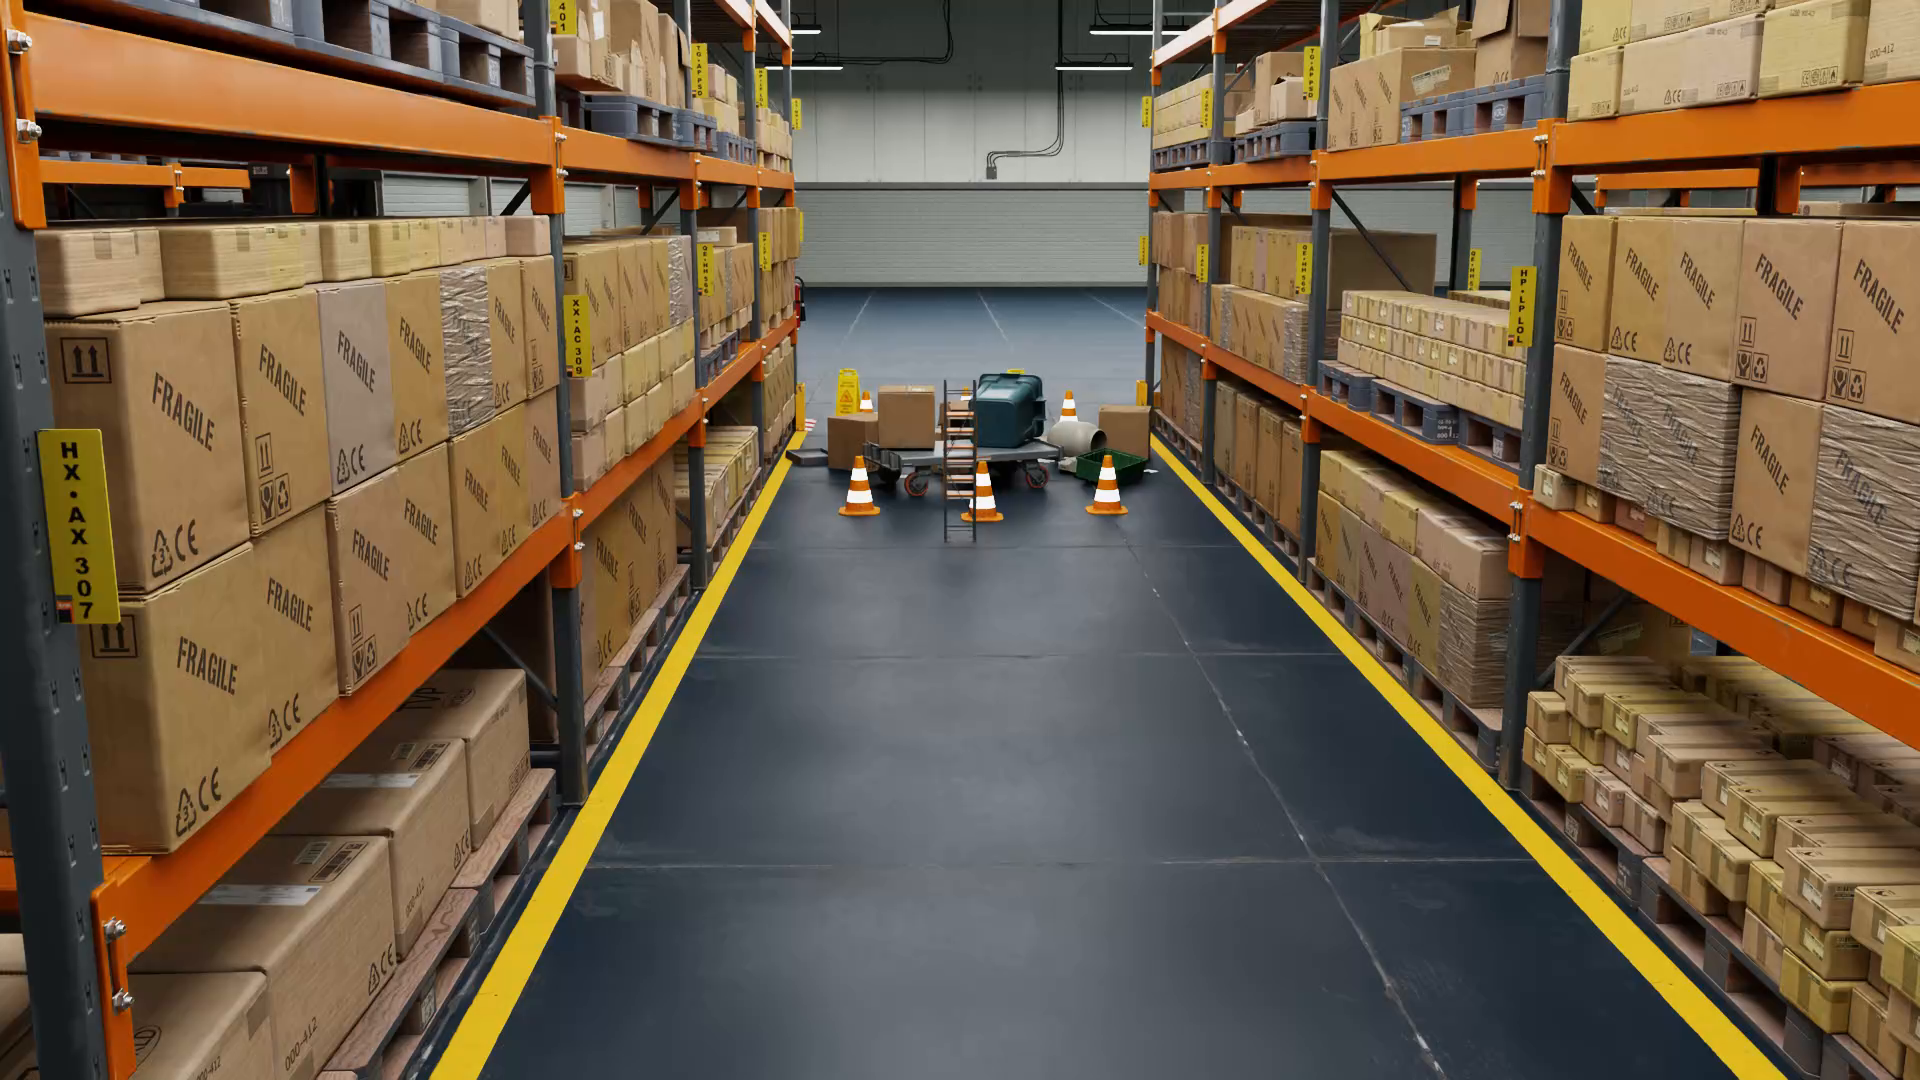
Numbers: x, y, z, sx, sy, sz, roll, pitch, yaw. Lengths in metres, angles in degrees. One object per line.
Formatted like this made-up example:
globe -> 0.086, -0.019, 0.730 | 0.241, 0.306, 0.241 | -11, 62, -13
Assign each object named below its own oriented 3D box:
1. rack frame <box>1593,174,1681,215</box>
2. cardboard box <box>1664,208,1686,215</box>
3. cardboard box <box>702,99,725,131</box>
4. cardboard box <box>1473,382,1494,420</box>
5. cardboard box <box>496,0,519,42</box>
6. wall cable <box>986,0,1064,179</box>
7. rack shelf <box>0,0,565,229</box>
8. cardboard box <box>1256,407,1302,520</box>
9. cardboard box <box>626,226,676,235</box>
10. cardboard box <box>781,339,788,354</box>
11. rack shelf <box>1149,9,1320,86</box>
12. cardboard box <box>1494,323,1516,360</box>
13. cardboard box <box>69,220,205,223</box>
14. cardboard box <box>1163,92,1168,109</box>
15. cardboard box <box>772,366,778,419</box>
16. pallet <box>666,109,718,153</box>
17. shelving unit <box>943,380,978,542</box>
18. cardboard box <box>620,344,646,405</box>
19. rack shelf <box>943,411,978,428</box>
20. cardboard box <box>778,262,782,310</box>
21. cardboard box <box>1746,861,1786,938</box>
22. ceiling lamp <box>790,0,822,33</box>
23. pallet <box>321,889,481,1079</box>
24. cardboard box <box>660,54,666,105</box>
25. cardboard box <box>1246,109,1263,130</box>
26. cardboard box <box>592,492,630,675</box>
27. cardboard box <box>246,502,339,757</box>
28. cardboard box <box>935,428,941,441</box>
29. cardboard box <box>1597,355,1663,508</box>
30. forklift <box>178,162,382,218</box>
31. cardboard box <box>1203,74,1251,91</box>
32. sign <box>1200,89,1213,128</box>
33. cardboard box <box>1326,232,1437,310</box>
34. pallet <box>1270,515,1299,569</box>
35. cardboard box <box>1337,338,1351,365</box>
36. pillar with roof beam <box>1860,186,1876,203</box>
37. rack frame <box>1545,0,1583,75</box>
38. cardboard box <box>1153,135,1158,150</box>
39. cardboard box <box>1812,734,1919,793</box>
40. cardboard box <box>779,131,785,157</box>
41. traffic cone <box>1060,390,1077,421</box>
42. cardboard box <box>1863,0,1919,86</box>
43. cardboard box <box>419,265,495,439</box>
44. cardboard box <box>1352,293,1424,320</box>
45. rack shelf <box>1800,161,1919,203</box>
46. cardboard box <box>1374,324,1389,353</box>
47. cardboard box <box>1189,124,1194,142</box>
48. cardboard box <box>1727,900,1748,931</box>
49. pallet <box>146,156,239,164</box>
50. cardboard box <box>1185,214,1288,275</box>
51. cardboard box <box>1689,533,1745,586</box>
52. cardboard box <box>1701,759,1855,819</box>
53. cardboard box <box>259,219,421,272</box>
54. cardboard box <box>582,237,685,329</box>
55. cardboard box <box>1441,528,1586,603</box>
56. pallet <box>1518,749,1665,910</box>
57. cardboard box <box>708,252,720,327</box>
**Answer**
rack frame -> 7.572, -2.778, 18.706 | 1.000, 3.000, 0.127 | 0, 11, -1
cardboard box -> 7.342, -3.054, 16.553 | 0.500, 0.500, 0.500 | 0, 11, -1
cardboard box -> -2.081, -3.227, 12.696 | 0.500, 0.250, 0.500 | 0, 11, 0
cardboard box -> 2.644, -0.654, 7.814 | 0.380, 0.149, 0.250 | 0, 11, -1
cardboard box -> -1.755, -1.885, 5.792 | 0.396, 0.266, 0.258 | 0, 11, 1
wall cable -> 1.948, -13.771, 49.251 | 2.305, 6.003, 0.169 | 0, 11, -1
rack shelf -> -2.047, -1.071, 4.561 | 1.077, 0.370, 4.000 | 0, 11, -1
cardboard box -> 2.832, -0.586, 12.503 | 1.050, 0.750, 0.750 | 0, 11, 0
cardboard box -> -2.597, -2.565, 13.972 | 0.380, 0.149, 0.250 | 0, 11, -1
cardboard box -> -1.982, -2.000, 17.214 | 0.380, 0.149, 0.250 | 0, 11, 0
rack shelf -> 2.652, -4.771, 16.260 | 1.077, 0.370, 4.000 | 0, 11, -1
cardboard box -> 2.649, -0.899, 7.523 | 0.380, 0.149, 0.250 | -1, 11, -3
cardboard box -> -2.281, -0.789, 4.509 | 0.380, 0.149, 0.250 | 0, 11, 1
cardboard box -> 2.314, -4.551, 17.223 | 0.380, 0.149, 0.250 | 0, 11, -1
cardboard box -> -2.018, -1.392, 15.851 | 0.500, 0.500, 0.500 | 0, 11, 1
pallet -> -2.104, -2.396, 9.757 | 1.213, 0.211, 1.003 | 0, 11, 1
shelving unit -> 0.000, -0.591, 12.454 | 0.258, 1.200, 0.189 | 0, 11, -1
cardboard box -> -1.838, -0.816, 8.155 | 0.500, 0.250, 0.500 | 0, 11, 0
rack shelf -> 0.000, -0.900, 12.391 | 0.258, 0.103, 0.180 | 0, 11, -1
cardboard box -> -2.045, -2.525, 16.462 | 0.500, 0.500, 0.500 | 0, 11, 0
cardboard box -> 2.623, 1.088, 5.019 | 0.380, 0.149, 0.250 | 0, 11, 2
ceiling lamp -> -3.789, -11.778, 33.302 | 2.000, 3.185, 0.800 | 0, 11, -1
pallet -> -2.122, 1.410, 5.080 | 1.003, 0.211, 1.213 | 0, 11, -1
cardboard box -> -1.792, -2.484, 8.998 | 0.396, 0.266, 0.258 | -1, 11, -3
cardboard box -> 2.463, -3.304, 13.082 | 0.380, 0.149, 0.250 | 0, 11, -1
cardboard box -> -2.207, 0.182, 8.408 | 0.875, 0.875, 0.875 | 0, 11, 0
cardboard box -> -1.766, 0.198, 3.789 | 0.500, 0.500, 0.500 | 0, 11, -2
cardboard box -> -0.289, -1.088, 17.546 | 0.380, 0.149, 0.250 | 6, 13, 28
cardboard box -> 2.635, -0.389, 5.932 | 0.500, 0.500, 0.500 | 0, 11, -1
forklift -> -5.311, -1.604, 13.093 | 3.031, 2.935, 1.130 | 8, 14, 34
cardboard box -> 2.367, -4.046, 14.733 | 0.380, 0.149, 0.250 | 0, 11, -2
sign -> 2.139, -3.742, 14.415 | 0.100, 0.325, 0.005 | 0, 11, -1
cardboard box -> 2.777, -1.815, 11.197 | 0.700, 0.500, 0.500 | 0, 11, -1
pallet -> 2.835, 0.023, 11.917 | 1.003, 0.211, 1.213 | 0, 11, -1
cardboard box -> 2.584, -1.180, 10.407 | 0.380, 0.149, 0.250 | 0, 11, -2
pillar with roof beam -> 18.508, -10.396, 41.171 | 9.100, 9.000, 0.548 | 0, 11, -1
rack frame -> 2.859, -3.332, 6.350 | 1.000, 3.000, 0.127 | 0, 11, -1
cardboard box -> 2.297, -4.310, 18.037 | 0.380, 0.149, 0.250 | 0, 11, -1
cardboard box -> 3.209, 0.783, 5.773 | 0.380, 0.149, 0.250 | -1, 11, -4
cardboard box -> -2.031, -3.976, 16.695 | 0.500, 0.250, 0.500 | 0, 11, 0
traffic cone -> 1.202, -1.423, 18.408 | 0.336, 0.463, 0.334 | 0, 11, -1
cardboard box -> 2.653, -1.283, 4.170 | 0.500, 0.250, 0.500 | 0, 11, 1
cardboard box -> -1.780, -0.596, 5.185 | 0.500, 0.500, 0.500 | 0, 11, 0
cardboard box -> 2.600, -1.415, 10.070 | 0.380, 0.149, 0.250 | -1, 11, -3
rack shelf -> 7.696, -2.702, 12.600 | 1.077, 0.370, 4.000 | 0, 11, -1
cardboard box -> 2.608, -1.162, 9.568 | 0.380, 0.149, 0.250 | 0, 11, -1
cardboard box -> 2.349, -3.807, 15.561 | 0.380, 0.149, 0.250 | 0, 11, -1
cardboard box -> 2.695, 1.183, 5.299 | 0.380, 0.149, 0.250 | 0, 11, 0
pallet -> -7.259, -3.517, 15.028 | 1.003, 0.211, 1.213 | 0, 11, -1
cardboard box -> 2.593, -2.767, 15.562 | 0.875, 0.550, 0.550 | 0, 11, -1
cardboard box -> 2.613, 0.050, 5.398 | 0.380, 0.149, 0.250 | 0, 11, 1
cardboard box -> 2.700, 0.839, 5.498 | 0.380, 0.149, 0.250 | -1, 11, -4
cardboard box -> -1.780, -0.845, 4.784 | 0.380, 0.149, 0.250 | 0, 11, -1
cardboard box -> -1.880, -1.482, 9.554 | 0.500, 0.500, 0.500 | 0, 11, 0
cardboard box -> 2.591, 0.113, 7.804 | 0.500, 0.250, 0.500 | -1, 11, -3
pallet -> 2.908, 1.108, 6.567 | 1.003, 0.211, 1.213 | 0, 11, -1
cardboard box -> -1.966, -1.741, 11.542 | 0.500, 0.500, 0.500 | 0, 11, 2
